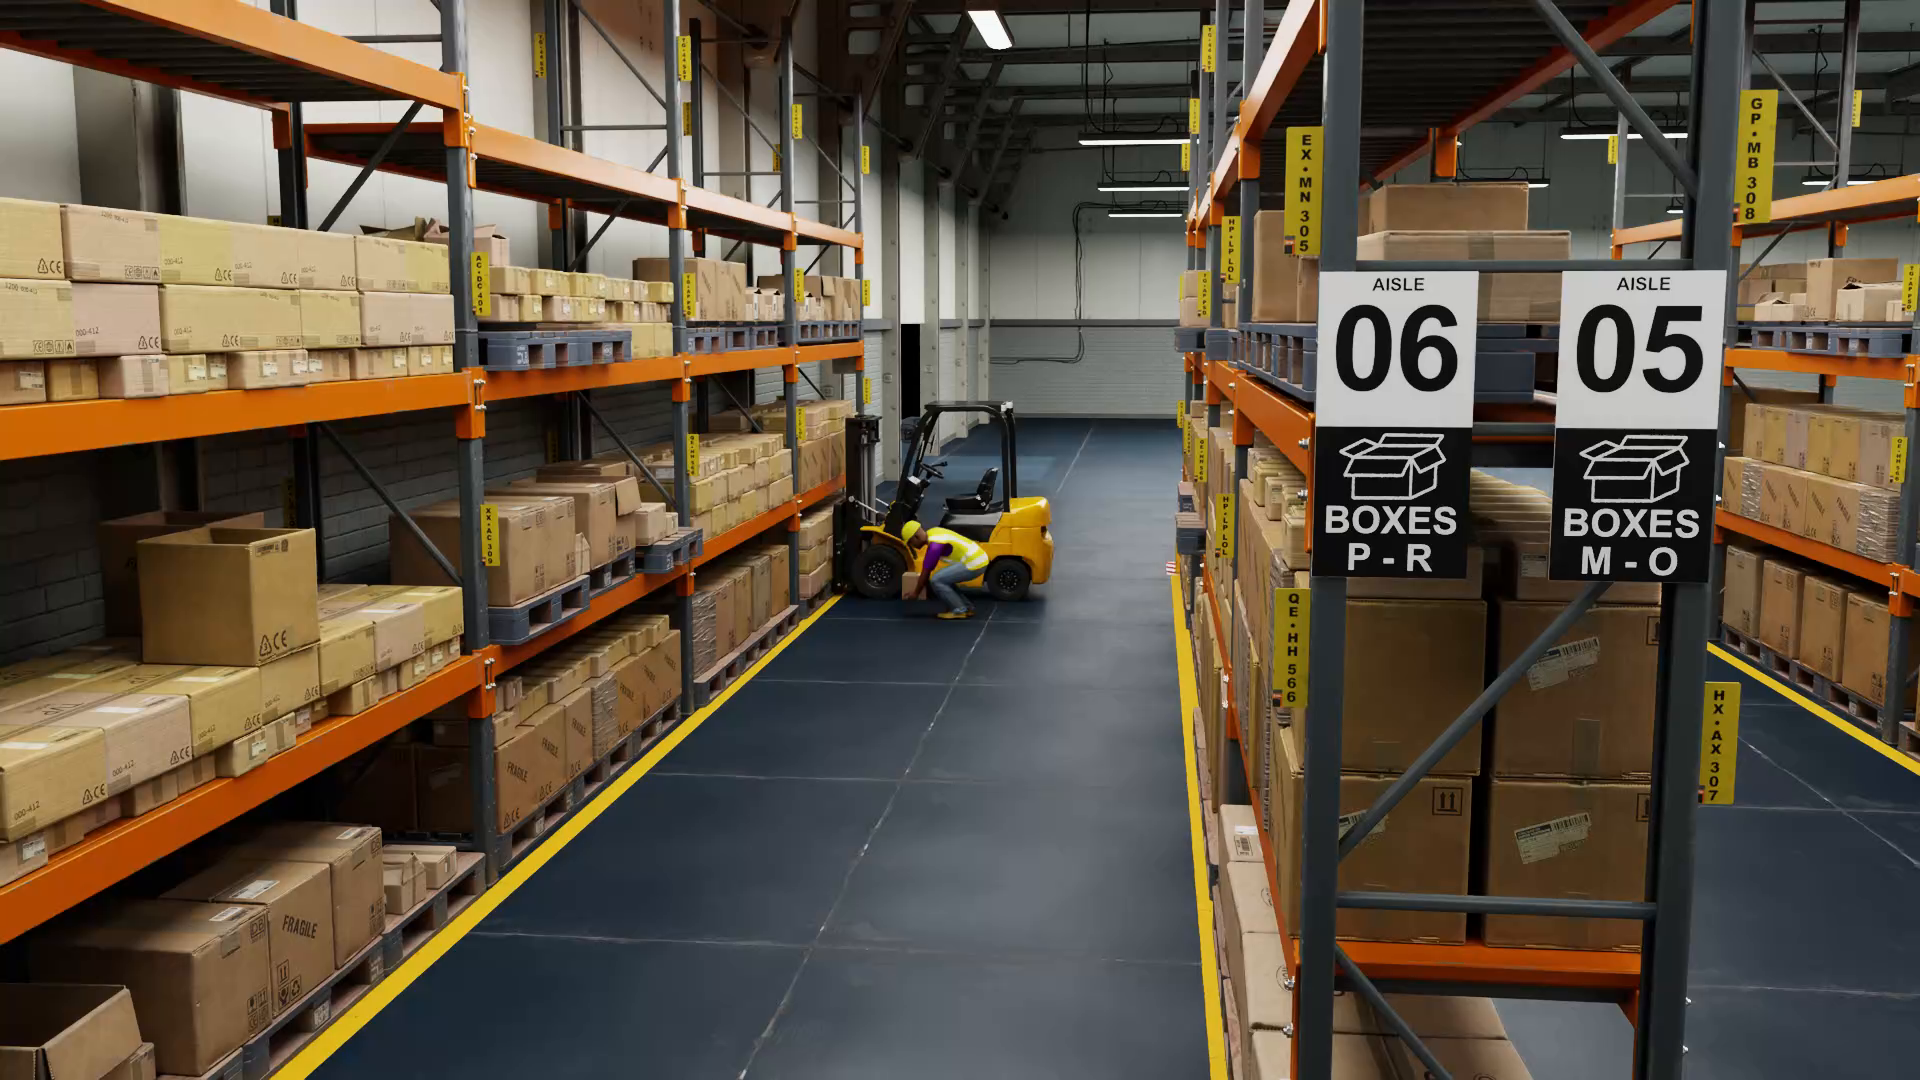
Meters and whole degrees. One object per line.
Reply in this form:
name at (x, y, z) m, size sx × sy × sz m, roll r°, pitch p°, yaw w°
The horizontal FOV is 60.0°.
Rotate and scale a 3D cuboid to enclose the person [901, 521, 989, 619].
person at (-0.154, 0.307, 17.263) m, size 0.905 × 1.018 × 0.537 m, roll 1°, pitch 8°, yaw 5°
